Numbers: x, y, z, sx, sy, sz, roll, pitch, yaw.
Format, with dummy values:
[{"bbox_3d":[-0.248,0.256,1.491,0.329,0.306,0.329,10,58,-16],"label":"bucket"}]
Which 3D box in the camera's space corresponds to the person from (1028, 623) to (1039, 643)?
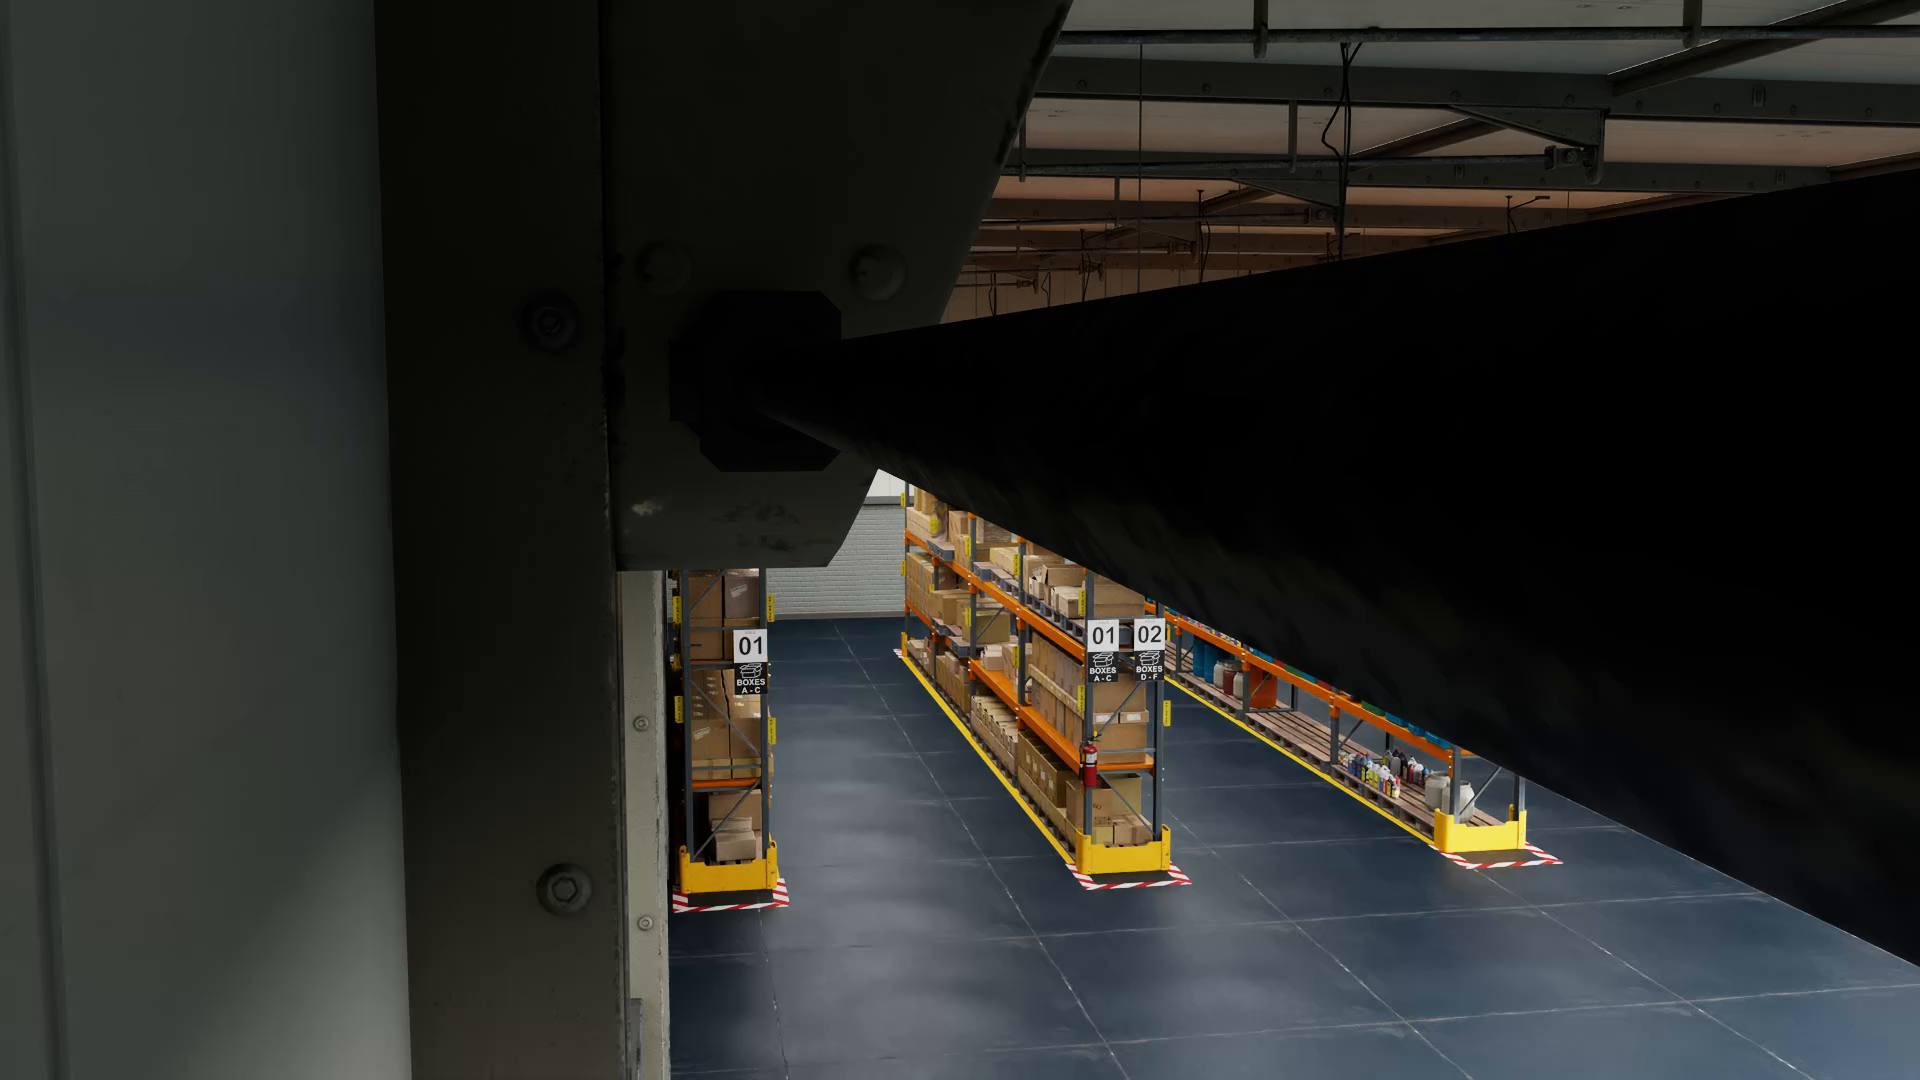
[{"bbox_3d":[1.570,1.522,35.295,0.711,1.741,0.609,-3,7,-26],"label":"person"}]
